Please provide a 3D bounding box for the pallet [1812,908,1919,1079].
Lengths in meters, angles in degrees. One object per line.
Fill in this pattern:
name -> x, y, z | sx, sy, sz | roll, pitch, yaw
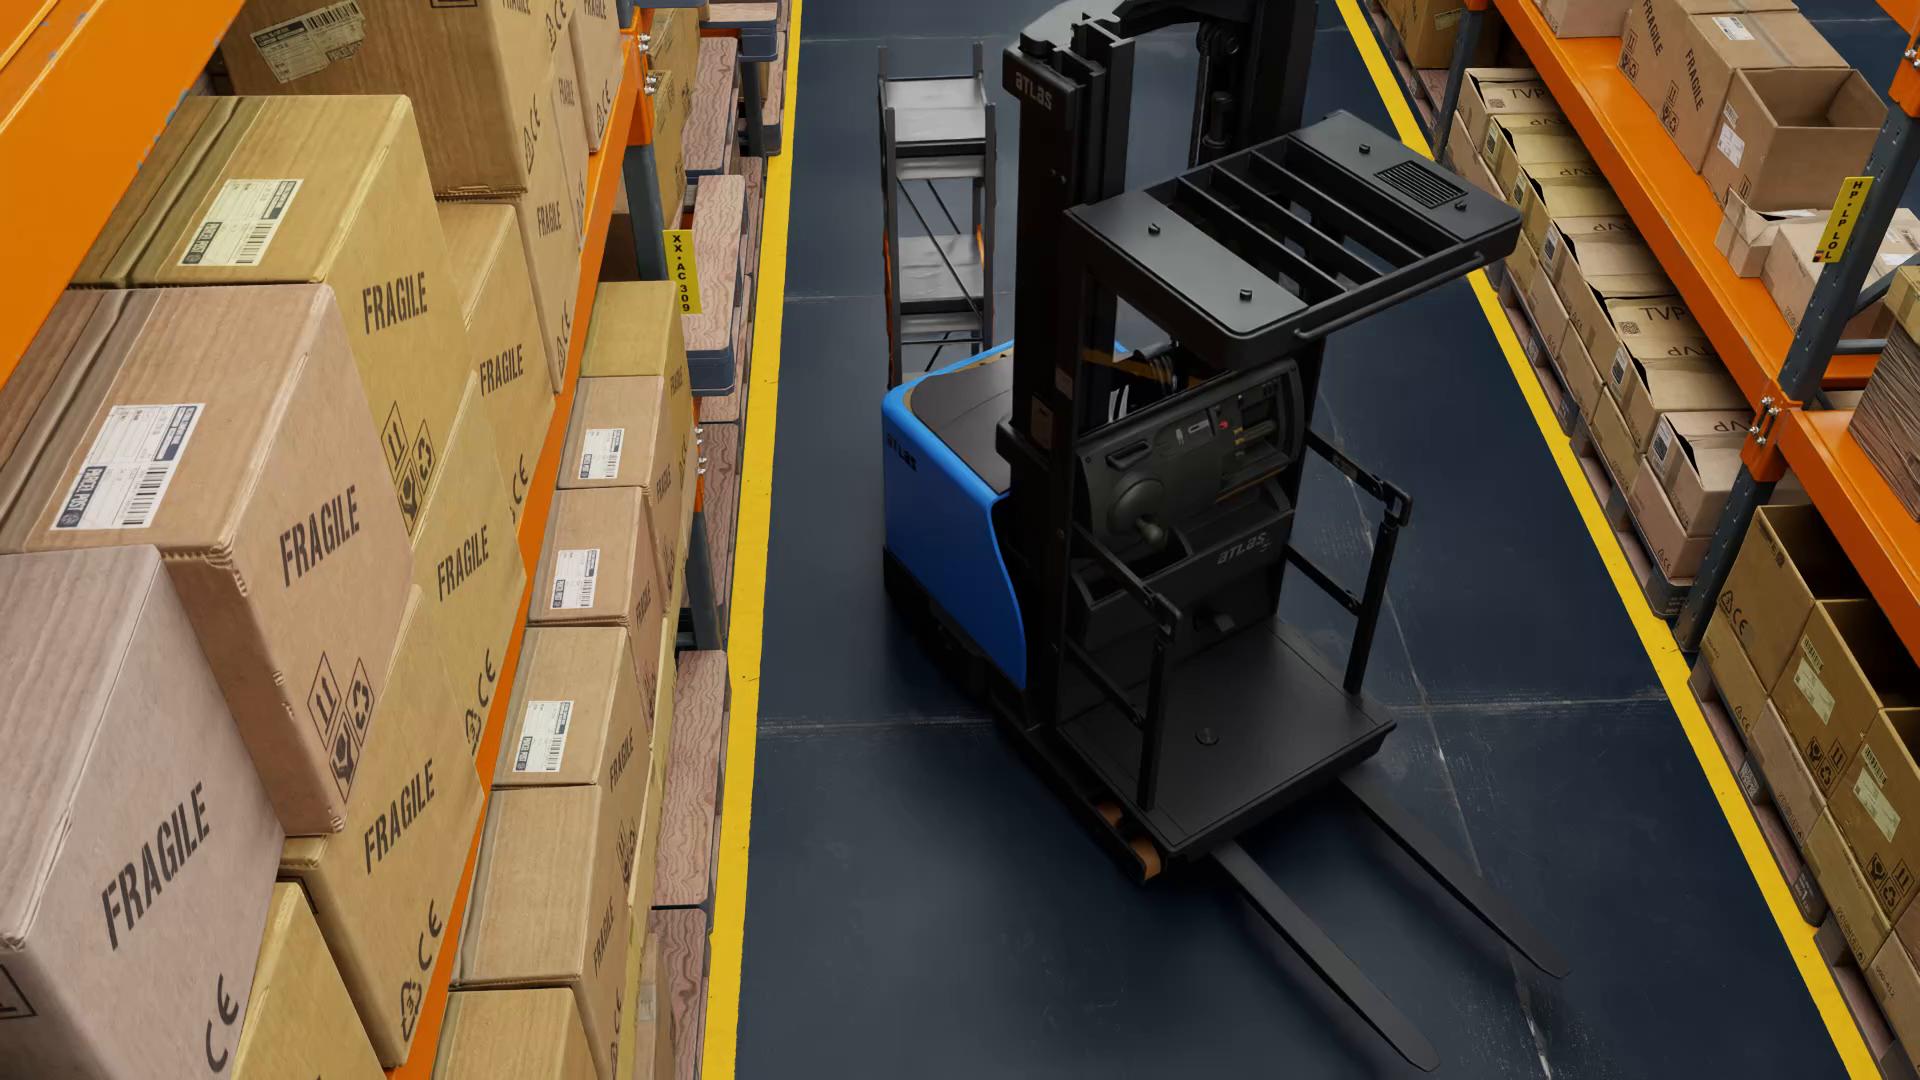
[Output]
pallet -> 3.533, 1.702, 5.386 | 1.003, 0.211, 1.213 | -2, 43, -2

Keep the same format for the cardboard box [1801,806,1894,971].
cardboard box -> 3.235, 1.167, 5.631 | 0.500, 0.250, 0.500 | -2, 43, -2

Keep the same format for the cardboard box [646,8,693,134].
cardboard box -> -1.526, -1.909, 6.863 | 0.700, 0.500, 0.500 | 4, 43, 4

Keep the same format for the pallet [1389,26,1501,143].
pallet -> 3.322, -2.867, 10.371 | 1.003, 0.211, 1.213 | -2, 43, -2

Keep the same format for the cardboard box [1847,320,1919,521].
cardboard box -> 3.511, -0.427, 5.571 | 0.700, 0.500, 0.500 | -3, 43, -3

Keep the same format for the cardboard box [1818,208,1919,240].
cardboard box -> 3.653, -1.201, 6.676 | 0.380, 0.149, 0.250 | -2, 43, -2

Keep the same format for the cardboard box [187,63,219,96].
cardboard box -> -1.620, -0.688, 2.881 | 0.500, 0.500, 0.500 | -2, 43, -2

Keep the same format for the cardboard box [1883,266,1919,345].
cardboard box -> 3.304, -0.778, 5.475 | 0.380, 0.149, 0.250 | -2, 43, -2

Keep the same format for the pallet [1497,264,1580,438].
pallet -> 3.361, -0.983, 8.316 | 1.003, 0.211, 1.213 | -2, 43, -2

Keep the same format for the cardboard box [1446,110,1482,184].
cardboard box -> 3.045, -2.169, 9.270 | 0.500, 0.250, 0.500 | -2, 43, -2

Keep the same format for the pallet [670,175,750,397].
pallet -> -1.350, -0.994, 6.406 | 1.003, 0.211, 1.213 | -2, 43, -2

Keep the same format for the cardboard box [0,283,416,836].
cardboard box -> -1.038, 0.030, 2.098 | 0.500, 0.500, 0.500 | -2, 43, -2

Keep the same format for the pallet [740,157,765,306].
pallet -> -1.601, -1.689, 9.087 | 1.003, 0.211, 1.213 | -2, 43, -2

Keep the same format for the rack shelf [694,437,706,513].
rack shelf -> -1.378, 1.071, 4.544 | 1.077, 0.370, 4.000 | -2, 43, -2

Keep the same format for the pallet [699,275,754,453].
pallet -> -1.552, -0.868, 8.190 | 1.003, 0.211, 1.213 | -2, 43, -2

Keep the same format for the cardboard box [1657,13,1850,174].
cardboard box -> 3.426, -1.939, 7.221 | 0.500, 0.500, 0.500 | -2, 43, -2

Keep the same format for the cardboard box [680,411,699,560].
cardboard box -> -1.140, -0.186, 5.478 | 0.500, 0.250, 0.500 | -2, 43, -2

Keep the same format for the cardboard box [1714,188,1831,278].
cardboard box -> 3.265, -1.228, 6.619 | 0.396, 0.266, 0.258 | -3, 43, -3

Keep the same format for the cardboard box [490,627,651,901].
cardboard box -> -1.074, 0.565, 4.104 | 0.500, 0.500, 0.500 | 0, 43, 0

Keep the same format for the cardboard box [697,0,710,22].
cardboard box -> -1.552, -2.750, 7.781 | 0.700, 0.500, 0.500 | -5, 43, -6

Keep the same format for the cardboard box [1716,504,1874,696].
cardboard box -> 3.193, 0.215, 6.114 | 0.500, 0.500, 0.500 | -2, 43, -2

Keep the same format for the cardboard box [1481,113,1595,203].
cardboard box -> 3.076, -2.021, 8.694 | 0.500, 0.311, 0.500 | -3, 43, -3

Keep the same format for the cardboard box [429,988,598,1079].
cardboard box -> -1.024, 1.262, 3.344 | 0.500, 0.500, 0.500 | -2, 43, -2

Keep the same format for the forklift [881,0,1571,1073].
forklift -> 0.912, -0.214, 5.464 | 1.130, 2.935, 3.031 | -24, 48, -24

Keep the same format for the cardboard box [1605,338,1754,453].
cardboard box -> 3.154, -0.653, 7.202 | 0.500, 0.311, 0.500 | -1, 43, -1

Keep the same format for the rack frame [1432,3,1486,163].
rack frame -> 3.316, -3.390, 8.878 | 1.000, 3.000, 0.127 | -2, 43, -2

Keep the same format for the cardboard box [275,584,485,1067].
cardboard box -> -1.045, 0.409, 2.425 | 0.500, 0.500, 0.500 | 1, 43, 1

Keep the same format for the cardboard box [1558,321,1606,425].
cardboard box -> 3.137, -0.789, 7.765 | 0.500, 0.250, 0.500 | -1, 43, -1

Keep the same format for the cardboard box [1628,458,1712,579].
cardboard box -> 3.179, -0.102, 7.015 | 0.500, 0.250, 0.500 | -2, 43, -2

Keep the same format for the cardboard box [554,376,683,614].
cardboard box -> -1.107, -0.126, 4.859 | 0.500, 0.500, 0.500 | -2, 43, -2

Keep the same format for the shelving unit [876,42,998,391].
shelving unit -> -0.093, -0.957, 6.890 | 0.431, 2.100, 0.503 | -3, 43, -4

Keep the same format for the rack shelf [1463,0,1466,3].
rack shelf -> 3.231, -4.475, 10.594 | 1.077, 0.370, 4.000 | -2, 43, -2

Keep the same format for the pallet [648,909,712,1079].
pallet -> -1.344, 1.761, 5.322 | 1.003, 0.211, 1.213 | -2, 43, -2

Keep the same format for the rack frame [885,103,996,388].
rack frame -> -0.071, -0.793, 6.711 | 0.400, 2.100, 0.015 | -3, 43, -4

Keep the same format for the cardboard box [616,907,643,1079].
cardboard box -> -1.049, 1.171, 3.999 | 0.500, 0.250, 0.500 | -2, 43, -2

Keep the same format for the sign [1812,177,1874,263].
sign -> 2.944, -1.065, 5.543 | 0.100, 0.325, 0.005 | -2, 43, -2

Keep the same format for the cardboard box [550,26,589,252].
cardboard box -> -1.186, -1.019, 3.983 | 0.500, 0.500, 0.500 | -5, 43, -5

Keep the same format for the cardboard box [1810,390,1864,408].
cardboard box -> 3.701, -0.661, 7.210 | 0.500, 0.311, 0.500 | -2, 43, -2

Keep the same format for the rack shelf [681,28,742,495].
rack shelf -> -1.548, -1.630, 7.490 | 1.077, 0.370, 4.000 | -2, 43, -2

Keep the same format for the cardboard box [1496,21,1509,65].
cardboard box -> 3.554, -3.299, 10.303 | 0.500, 0.500, 0.500 | -3, 43, -3

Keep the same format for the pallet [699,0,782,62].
pallet -> -1.496, -2.696, 8.263 | 1.213, 0.211, 1.003 | -2, 43, -2

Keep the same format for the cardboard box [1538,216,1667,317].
cardboard box -> 3.117, -1.330, 7.940 | 0.500, 0.311, 0.500 | -2, 43, -2

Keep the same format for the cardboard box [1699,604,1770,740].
cardboard box -> 3.203, 0.491, 6.368 | 0.500, 0.250, 0.500 | -2, 43, -2

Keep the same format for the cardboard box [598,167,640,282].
cardboard box -> -1.451, -1.088, 5.967 | 0.700, 0.500, 0.500 | -2, 43, -2

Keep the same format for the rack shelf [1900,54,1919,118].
rack shelf -> 3.571, -0.180, 3.688 | 1.077, 0.370, 4.000 | -2, 43, -2

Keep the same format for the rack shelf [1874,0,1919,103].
rack shelf -> 3.401, -2.880, 6.634 | 1.077, 0.370, 4.000 | -2, 43, -2

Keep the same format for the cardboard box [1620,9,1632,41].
cardboard box -> 3.426, -2.438, 8.025 | 0.380, 0.149, 0.250 | 1, 43, 1

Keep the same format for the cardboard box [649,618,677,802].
cardboard box -> -1.091, 0.490, 4.741 | 0.500, 0.250, 0.500 | -2, 43, -2

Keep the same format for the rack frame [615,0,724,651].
rack frame -> -1.463, -0.545, 5.774 | 1.000, 3.000, 0.127 | -2, 43, -2

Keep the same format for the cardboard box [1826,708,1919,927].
cardboard box -> 3.235, 0.890, 5.378 | 0.500, 0.500, 0.500 | -2, 43, -2

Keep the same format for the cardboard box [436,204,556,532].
cardboard box -> -1.115, -0.302, 3.201 | 0.500, 0.500, 0.500 | 1, 43, 1

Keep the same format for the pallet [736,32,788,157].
pallet -> -1.591, -2.751, 10.245 | 1.003, 0.211, 1.213 | -2, 43, -2

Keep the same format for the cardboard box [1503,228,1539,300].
cardboard box -> 3.095, -1.479, 8.517 | 0.500, 0.250, 0.500 | -3, 43, -3

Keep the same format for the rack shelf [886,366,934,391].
rack shelf -> -0.093, -0.431, 7.372 | 0.431, 0.518, 0.480 | -3, 43, -4

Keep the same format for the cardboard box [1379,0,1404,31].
cardboard box -> 3.020, -3.604, 10.636 | 0.500, 0.500, 0.500 | -3, 43, -3

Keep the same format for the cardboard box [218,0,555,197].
cardboard box -> -1.105, -1.011, 3.234 | 0.500, 0.500, 0.500 | -3, 43, -3

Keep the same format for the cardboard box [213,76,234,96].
cardboard box -> -1.632, -0.652, 3.583 | 0.500, 0.500, 0.500 | -2, 43, -2
